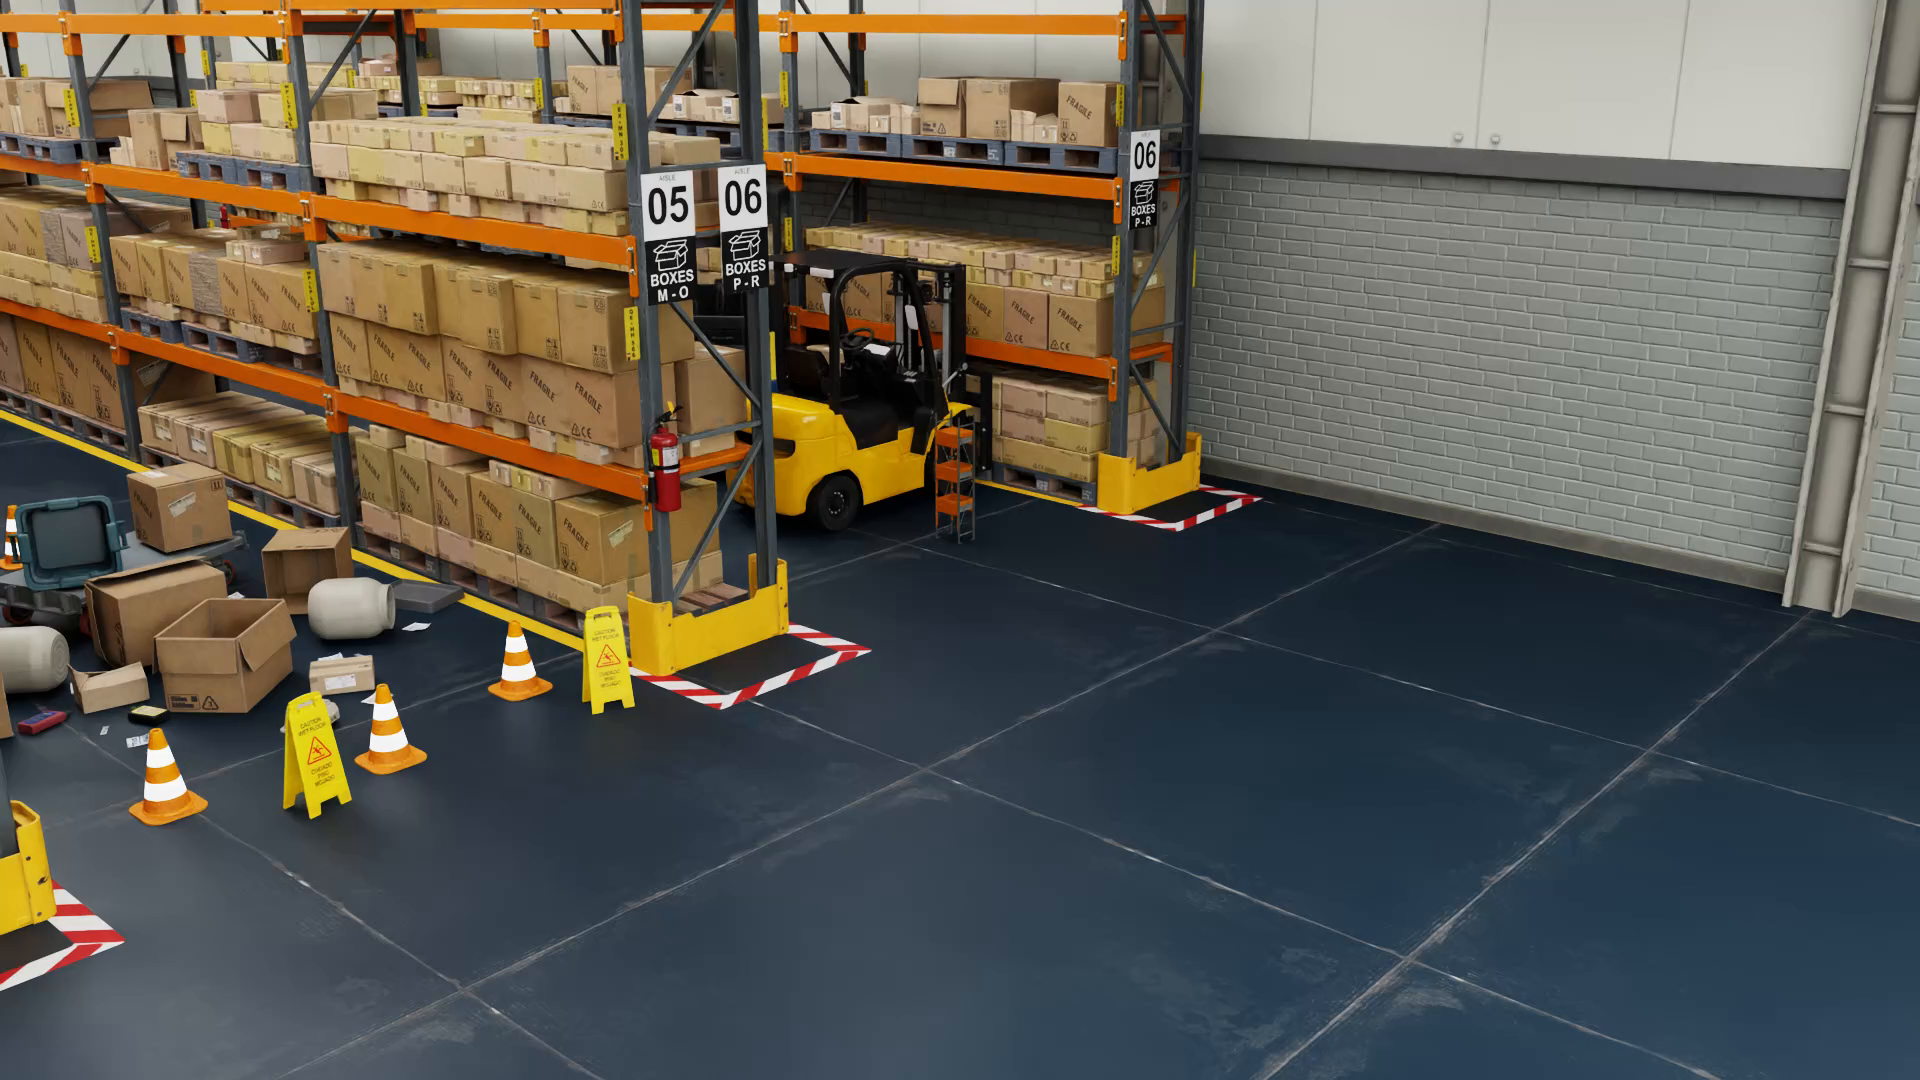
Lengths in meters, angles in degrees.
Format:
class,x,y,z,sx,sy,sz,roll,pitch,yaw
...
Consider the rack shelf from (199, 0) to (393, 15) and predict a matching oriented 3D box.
class,x,y,z,sx,sy,sz,roll,pitch,yaw
rack shelf,-8.807,-7.135,22.412,4.000,0.370,1.077,15,23,39

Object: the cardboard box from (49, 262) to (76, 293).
class,x,y,z,sx,sy,sz,roll,pitch,yaw
cardboard box,-8.528,-2.600,16.267,0.500,0.250,0.500,14,23,38

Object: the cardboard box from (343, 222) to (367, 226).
class,x,y,z,sx,sy,sz,roll,pitch,yaw
cardboard box,-7.854,-4.336,22.071,0.500,0.250,0.500,16,23,41

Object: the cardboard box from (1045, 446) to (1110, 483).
class,x,y,z,sx,sy,sz,roll,pitch,yaw
cardboard box,1.103,-0.721,14.777,0.500,0.250,0.500,15,23,40

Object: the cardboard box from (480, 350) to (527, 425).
class,x,y,z,sx,sy,sz,roll,pitch,yaw
cardboard box,-2.960,-1.124,11.537,0.500,0.500,0.500,15,23,39

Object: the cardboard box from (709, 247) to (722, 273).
class,x,y,z,sx,sy,sz,roll,pitch,yaw
cardboard box,-2.254,-2.921,17.279,0.500,0.250,0.500,14,23,38

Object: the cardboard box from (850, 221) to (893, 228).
class,x,y,z,sx,sy,sz,roll,pitch,yaw
cardboard box,-0.888,-3.115,16.738,0.250,0.149,0.380,15,23,39

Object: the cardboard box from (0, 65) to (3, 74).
class,x,y,z,sx,sy,sz,roll,pitch,yaw
cardboard box,-10.903,-4.985,18.378,0.500,0.500,0.500,16,23,40

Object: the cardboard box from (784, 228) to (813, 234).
class,x,y,z,sx,sy,sz,roll,pitch,yaw
cardboard box,-1.614,-3.154,17.352,0.250,0.149,0.380,14,22,37

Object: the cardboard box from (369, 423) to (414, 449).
class,x,y,z,sx,sy,sz,roll,pitch,yaw
cardboard box,-4.304,-0.826,12.795,0.250,0.149,0.380,15,23,40

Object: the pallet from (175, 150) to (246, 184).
class,x,y,z,sx,sy,sz,roll,pitch,yaw
pallet,-5.788,-3.184,14.037,1.003,0.211,1.213,15,23,39

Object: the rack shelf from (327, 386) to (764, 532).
class,x,y,z,sx,sy,sz,roll,pitch,yaw
rack shelf,-3.123,-0.744,12.186,4.000,0.370,1.077,15,23,39

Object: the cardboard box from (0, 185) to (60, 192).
class,x,y,z,sx,sy,sz,roll,pitch,yaw
cardboard box,-10.102,-3.586,18.134,0.500,0.500,0.500,16,24,41

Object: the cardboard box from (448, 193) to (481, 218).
class,x,y,z,sx,sy,sz,roll,pitch,yaw
cardboard box,-3.259,-2.302,11.362,0.250,0.149,0.380,15,23,39

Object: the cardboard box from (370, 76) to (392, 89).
class,x,y,z,sx,sy,sz,roll,pitch,yaw
cardboard box,-7.132,-5.721,20.786,0.250,0.149,0.380,16,23,40

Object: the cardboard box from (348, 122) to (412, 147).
class,x,y,z,sx,sy,sz,roll,pitch,yaw
cardboard box,-4.195,-2.940,12.057,0.250,0.149,0.380,14,22,38

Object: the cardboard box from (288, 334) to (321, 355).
class,x,y,z,sx,sy,sz,roll,pitch,yaw
cardboard box,-5.187,-1.609,13.445,0.250,0.149,0.380,15,23,40

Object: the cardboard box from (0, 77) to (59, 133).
class,x,y,z,sx,sy,sz,roll,pitch,yaw
cardboard box,-9.122,-4.257,16.249,0.500,0.500,0.500,15,23,40

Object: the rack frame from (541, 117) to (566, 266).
class,x,y,z,sx,sy,sz,roll,pitch,yaw
rack frame,-4.319,-3.415,19.414,0.127,3.000,1.000,15,23,39

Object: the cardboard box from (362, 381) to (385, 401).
class,x,y,z,sx,sy,sz,roll,pitch,yaw
cardboard box,-4.373,-1.194,12.829,0.250,0.149,0.380,16,24,41

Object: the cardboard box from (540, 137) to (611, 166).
class,x,y,z,sx,sy,sz,roll,pitch,yaw
cardboard box,-2.447,-2.484,10.618,0.250,0.149,0.380,15,23,39

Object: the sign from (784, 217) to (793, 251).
class,x,y,z,sx,sy,sz,roll,pitch,yaw
sign,-1.680,-3.001,16.327,0.005,0.325,0.100,15,23,39

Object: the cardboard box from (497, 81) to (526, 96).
class,x,y,z,sx,sy,sz,roll,pitch,yaw
cardboard box,-5.132,-5.226,19.258,0.250,0.149,0.380,14,22,37

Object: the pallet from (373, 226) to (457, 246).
class,x,y,z,sx,sy,sz,roll,pitch,yaw
pallet,-6.786,-3.942,21.390,1.213,0.211,1.003,15,23,39

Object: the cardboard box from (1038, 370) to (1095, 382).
class,x,y,z,sx,sy,sz,roll,pitch,yaw
cardboard box,1.054,-1.414,15.306,0.500,0.250,0.500,15,23,39

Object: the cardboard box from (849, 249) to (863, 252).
class,x,y,z,sx,sy,sz,roll,pitch,yaw
cardboard box,-0.856,-2.748,16.073,0.250,0.149,0.380,15,23,39

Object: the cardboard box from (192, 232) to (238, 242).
class,x,y,z,sx,sy,sz,roll,pitch,yaw
cardboard box,-6.693,-2.551,15.341,0.500,0.500,0.500,15,23,38

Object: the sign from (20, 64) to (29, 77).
class,x,y,z,sx,sy,sz,roll,pitch,yaw
sign,-10.250,-5.045,18.217,0.005,0.325,0.100,15,23,39

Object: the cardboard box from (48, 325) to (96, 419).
class,x,y,z,sx,sy,sz,roll,pitch,yaw
cardboard box,-8.737,-1.816,17.194,0.875,0.875,0.875,15,23,40

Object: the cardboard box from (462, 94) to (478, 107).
class,x,y,z,sx,sy,sz,roll,pitch,yaw
cardboard box,-5.689,-5.244,19.808,0.250,0.149,0.380,16,24,41

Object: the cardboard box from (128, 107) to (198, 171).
class,x,y,z,sx,sy,sz,roll,pitch,yaw
cardboard box,-6.909,-3.576,14.797,0.500,0.500,0.700,15,23,39

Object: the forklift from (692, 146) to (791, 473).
class,x,y,z,sx,sy,sz,roll,pitch,yaw
forklift,-2.233,-2.404,16.341,1.130,2.935,3.031,1,18,4

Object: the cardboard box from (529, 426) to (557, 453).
class,x,y,z,sx,sy,sz,roll,pitch,yaw
cardboard box,-2.703,-0.719,11.334,0.250,0.149,0.380,16,23,40

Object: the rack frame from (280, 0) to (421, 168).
class,x,y,z,sx,sy,sz,roll,pitch,yaw
rack frame,-4.619,-4.348,12.435,0.127,3.000,1.000,15,23,39

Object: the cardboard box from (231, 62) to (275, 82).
class,x,y,z,sx,sy,sz,roll,pitch,yaw
cardboard box,-9.770,-6.507,23.129,0.500,0.250,0.500,15,23,39

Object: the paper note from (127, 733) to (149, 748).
class,x,y,z,sx,sy,sz,roll,pitch,yaw
paper note,-4.852,1.181,9.844,0.144,0.017,0.142,-9,20,-27

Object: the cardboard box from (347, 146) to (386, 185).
class,x,y,z,sx,sy,sz,roll,pitch,yaw
cardboard box,-4.080,-2.736,12.073,0.500,0.250,0.500,15,23,39

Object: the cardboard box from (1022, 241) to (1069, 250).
class,x,y,z,sx,sy,sz,roll,pitch,yaw
cardboard box,0.786,-2.634,15.222,0.250,0.149,0.380,16,24,41

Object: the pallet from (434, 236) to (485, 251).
class,x,y,z,sx,sy,sz,roll,pitch,yaw
pallet,-5.777,-3.713,20.670,1.213,0.211,1.003,15,23,39

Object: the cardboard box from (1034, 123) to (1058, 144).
class,x,y,z,sx,sy,sz,roll,pitch,yaw
cardboard box,0.843,-3.464,14.166,0.250,0.149,0.380,14,22,38

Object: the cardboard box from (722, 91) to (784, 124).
class,x,y,z,sx,sy,sz,roll,pitch,yaw
cardboard box,-2.031,-4.337,16.648,0.500,0.311,0.500,14,22,38

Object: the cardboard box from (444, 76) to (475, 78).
class,x,y,z,sx,sy,sz,roll,pitch,yaw
cardboard box,-6.241,-5.676,20.644,0.250,0.149,0.380,14,22,38

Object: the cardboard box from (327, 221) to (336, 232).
class,x,y,z,sx,sy,sz,roll,pitch,yaw
cardboard box,-8.315,-4.258,22.486,0.250,0.149,0.380,16,23,41

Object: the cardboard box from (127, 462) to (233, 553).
class,x,y,z,sx,sy,sz,roll,pitch,yaw
cardboard box,-5.778,-0.249,12.318,0.500,0.500,0.500,15,23,39

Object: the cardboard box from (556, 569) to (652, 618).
class,x,y,z,sx,sy,sz,roll,pitch,yaw
cardboard box,-2.429,0.319,11.499,0.500,0.250,0.500,15,23,39

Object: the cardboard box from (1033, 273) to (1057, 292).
class,x,y,z,sx,sy,sz,roll,pitch,yaw
cardboard box,0.855,-2.282,14.607,0.250,0.149,0.380,16,23,40

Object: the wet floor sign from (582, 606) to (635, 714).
class,x,y,z,sx,sy,sz,roll,pitch,yaw
wet floor sign,-2.196,0.717,10.285,0.267,0.644,0.232,-9,20,-27

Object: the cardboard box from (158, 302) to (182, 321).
class,x,y,z,sx,sy,sz,roll,pitch,yaw
cardboard box,-6.936,-2.075,14.912,0.250,0.149,0.380,15,23,40

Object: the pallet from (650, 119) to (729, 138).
class,x,y,z,sx,sy,sz,roll,pitch,yaw
pallet,-2.914,-4.415,17.918,1.213,0.211,1.003,16,24,42

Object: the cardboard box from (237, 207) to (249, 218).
class,x,y,z,sx,sy,sz,roll,pitch,yaw
cardboard box,-10.239,-4.774,24.110,0.250,0.149,0.380,15,23,39

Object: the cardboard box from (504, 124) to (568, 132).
class,x,y,z,sx,sy,sz,roll,pitch,yaw
cardboard box,-3.014,-2.874,11.848,0.250,0.149,0.380,15,23,40

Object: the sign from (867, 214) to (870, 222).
class,x,y,z,sx,sy,sz,roll,pitch,yaw
sign,-0.960,-3.188,17.137,0.005,0.325,0.100,15,23,39

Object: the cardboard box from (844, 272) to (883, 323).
class,x,y,z,sx,sy,sz,roll,pitch,yaw
cardboard box,-0.768,-2.411,16.083,0.500,0.500,0.500,16,23,40

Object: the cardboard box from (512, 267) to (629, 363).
class,x,y,z,sx,sy,sz,roll,pitch,yaw
cardboard box,-2.528,-1.508,11.093,0.500,0.500,0.700,15,23,40

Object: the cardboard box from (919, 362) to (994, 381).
class,x,y,z,sx,sy,sz,roll,pitch,yaw
cardboard box,-0.031,-1.501,15.580,0.500,0.250,0.500,14,23,38

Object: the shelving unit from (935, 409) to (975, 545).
class,x,y,z,sx,sy,sz,roll,pitch,yaw
shelving unit,-0.040,-0.511,13.487,0.252,1.050,0.215,15,23,39

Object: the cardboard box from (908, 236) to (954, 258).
class,x,y,z,sx,sy,sz,roll,pitch,yaw
cardboard box,-0.270,-2.739,15.553,0.250,0.149,0.380,15,23,39

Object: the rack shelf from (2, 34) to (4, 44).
class,x,y,z,sx,sy,sz,roll,pitch,yaw
rack shelf,-12.099,-5.822,18.931,4.000,0.370,1.077,15,23,39
